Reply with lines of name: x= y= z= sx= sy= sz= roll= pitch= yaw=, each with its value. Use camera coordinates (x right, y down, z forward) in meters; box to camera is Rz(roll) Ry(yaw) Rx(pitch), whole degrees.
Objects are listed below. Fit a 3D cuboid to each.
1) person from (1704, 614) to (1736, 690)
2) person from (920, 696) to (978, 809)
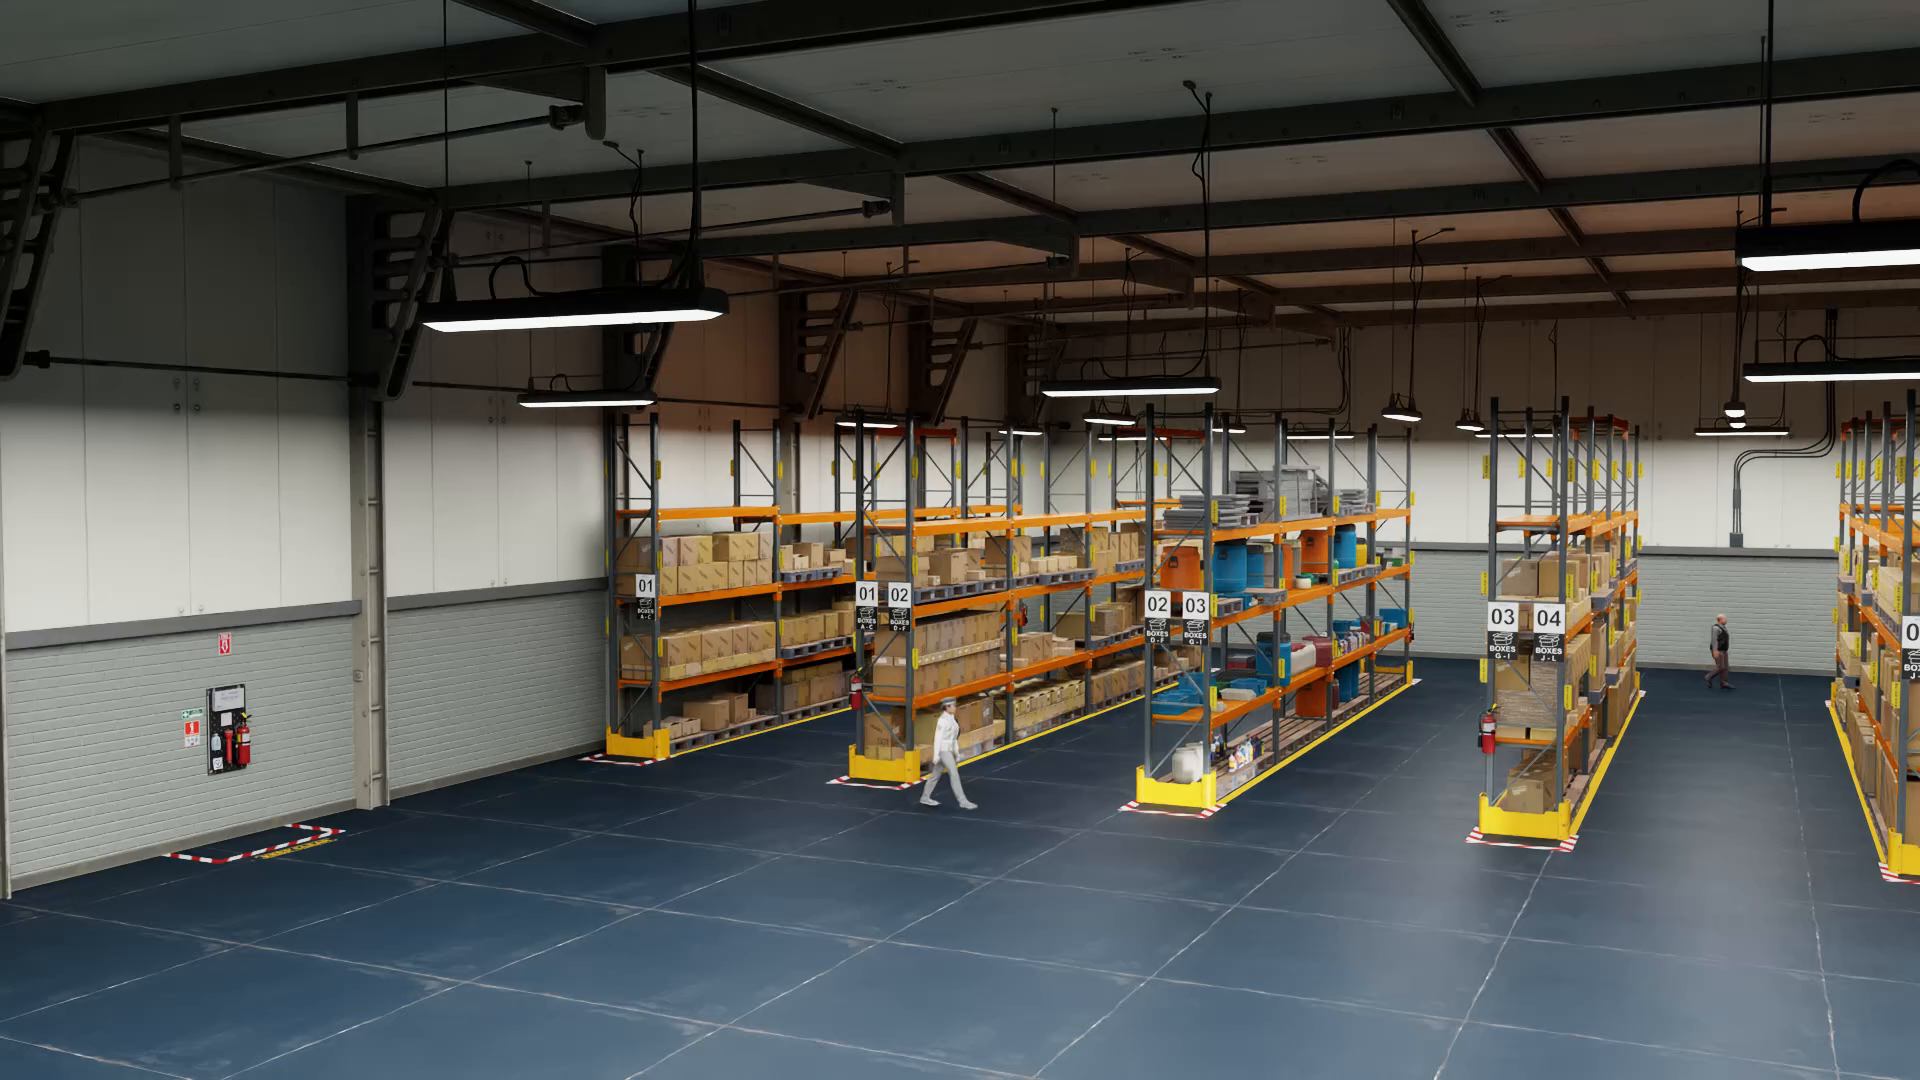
person: x=17.292 y=2.539 z=37.831 sx=0.591 sy=1.718 sz=0.624 roll=-2 pitch=3 yaw=-44
person: x=-0.157 y=3.124 z=24.616 sx=0.899 sy=1.626 sz=0.520 roll=0 pitch=2 yaw=8
